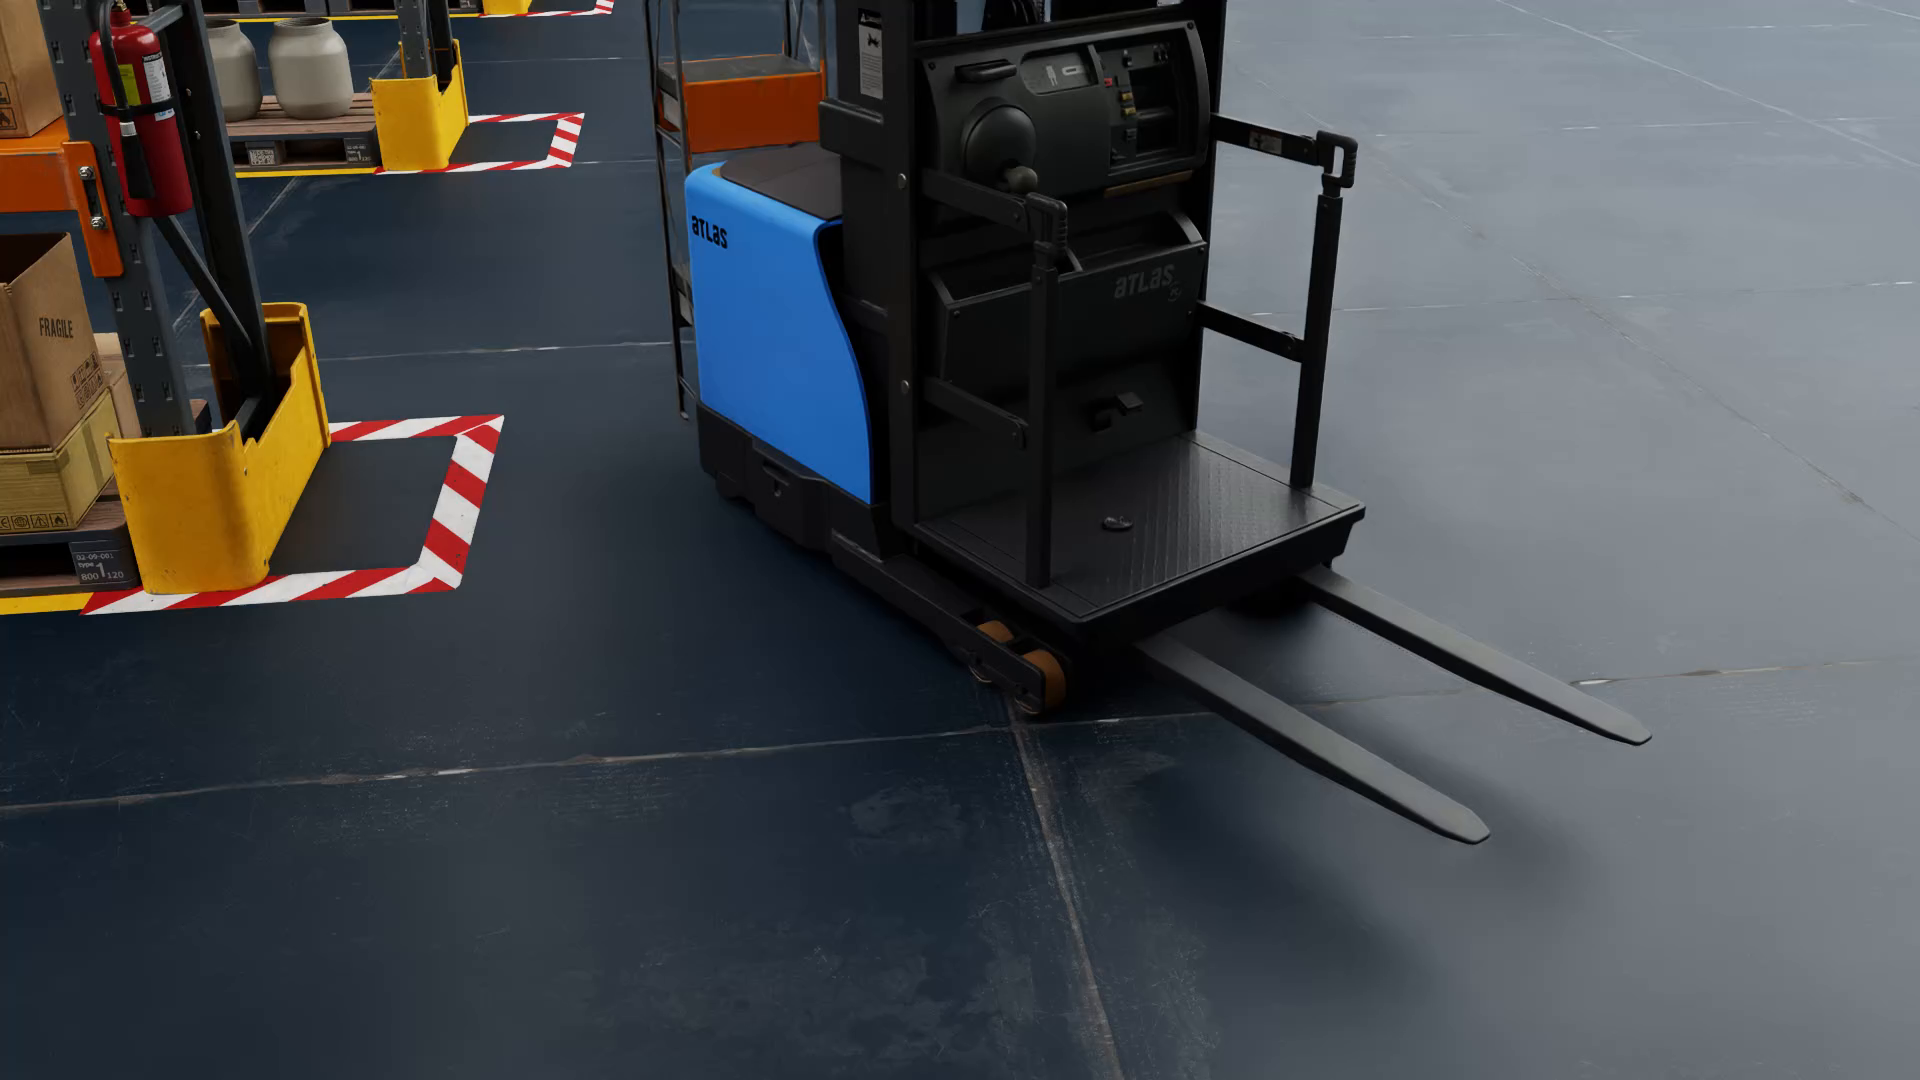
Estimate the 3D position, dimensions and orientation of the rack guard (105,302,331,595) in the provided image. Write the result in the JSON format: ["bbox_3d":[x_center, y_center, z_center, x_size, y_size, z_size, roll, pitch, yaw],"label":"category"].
[{"bbox_3d":[-2.344,-0.329,5.344,0.348,0.500,1.175,-4,27,-7],"label":"rack guard"}]

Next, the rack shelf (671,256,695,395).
[{"bbox_3d":[-0.736,-0.743,5.948,0.480,0.518,0.431,-11,28,-21],"label":"rack shelf"}]

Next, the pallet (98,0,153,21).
[{"bbox_3d":[-7.045,-4.482,13.754,1.213,0.211,1.003,-4,27,-7],"label":"pallet"}]

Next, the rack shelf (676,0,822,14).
[{"bbox_3d":[-0.750,-2.002,5.336,0.480,0.518,0.431,-11,28,-21],"label":"rack shelf"}]

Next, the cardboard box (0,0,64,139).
[{"bbox_3d":[-2.832,-1.461,4.701,0.500,0.500,0.700,-4,27,-7],"label":"cardboard box"}]

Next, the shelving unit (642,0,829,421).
[{"bbox_3d":[-0.743,-1.384,5.636,0.503,2.100,0.431,-11,28,-21],"label":"shelving unit"}]

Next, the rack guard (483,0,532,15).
[{"bbox_3d":[-3.819,-4.802,14.060,0.348,0.500,1.175,-4,27,-7],"label":"rack guard"}]

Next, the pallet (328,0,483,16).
[{"bbox_3d":[-4.629,-4.637,14.057,1.213,0.211,1.003,-4,27,-7],"label":"pallet"}]

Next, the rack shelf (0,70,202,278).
[{"bbox_3d":[-4.348,-0.993,4.687,4.000,0.370,1.077,-4,27,-7],"label":"rack shelf"}]

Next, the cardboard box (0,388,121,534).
[{"bbox_3d":[-2.857,-0.236,4.976,0.500,0.250,0.500,-4,27,-7],"label":"cardboard box"}]

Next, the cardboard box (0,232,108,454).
[{"bbox_3d":[-2.857,-0.569,4.803,0.500,0.500,0.500,-4,27,-7],"label":"cardboard box"}]

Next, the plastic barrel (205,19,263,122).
[{"bbox_3d":[-4.191,-2.651,9.396,0.421,0.512,0.421,0,27,0],"label":"plastic barrel"}]

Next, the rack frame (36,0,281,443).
[{"bbox_3d":[-2.367,-1.440,4.771,0.127,3.000,1.000,-4,27,-7],"label":"rack frame"}]

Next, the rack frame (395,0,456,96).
[{"bbox_3d":[-3.054,-3.680,9.135,0.127,3.000,1.000,-4,27,-7],"label":"rack frame"}]

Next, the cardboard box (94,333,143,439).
[{"bbox_3d":[-2.930,-0.470,5.432,0.500,0.250,0.500,-4,27,-7],"label":"cardboard box"}]

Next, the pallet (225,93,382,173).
[{"bbox_3d":[-3.928,-2.364,9.625,1.213,0.211,1.003,-4,27,-7],"label":"pallet"}]

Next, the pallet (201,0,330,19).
[{"bbox_3d":[-5.834,-4.561,13.908,1.213,0.211,1.003,-4,27,-7],"label":"pallet"}]

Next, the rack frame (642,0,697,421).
[{"bbox_3d":[-0.966,-1.339,5.548,0.015,2.100,0.400,-11,28,-21],"label":"rack frame"}]

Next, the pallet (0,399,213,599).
[{"bbox_3d":[-3.119,-0.132,5.276,1.213,0.211,1.003,-4,27,-7],"label":"pallet"}]

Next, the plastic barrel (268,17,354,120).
[{"bbox_3d":[-3.695,-2.683,9.459,0.421,0.512,0.421,0,27,0],"label":"plastic barrel"}]

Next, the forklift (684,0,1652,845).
[{"bbox_3d":[0.426,-1.104,4.191,1.130,2.935,3.031,-19,33,-33],"label":"forklift"}]

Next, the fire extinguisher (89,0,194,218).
[{"bbox_3d":[-2.186,-1.203,4.394,0.183,0.674,0.296,-4,27,-7],"label":"fire extinguisher"}]

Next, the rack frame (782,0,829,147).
[{"bbox_3d":[-0.520,-1.430,5.724,0.015,2.100,0.400,-11,28,-21],"label":"rack frame"}]

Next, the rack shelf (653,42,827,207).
[{"bbox_3d":[-0.743,-1.372,5.642,0.480,0.518,0.431,-11,28,-21],"label":"rack shelf"}]

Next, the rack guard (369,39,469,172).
[{"bbox_3d":[-3.123,-2.541,9.655,0.348,0.500,1.175,-4,27,-7],"label":"rack guard"}]
